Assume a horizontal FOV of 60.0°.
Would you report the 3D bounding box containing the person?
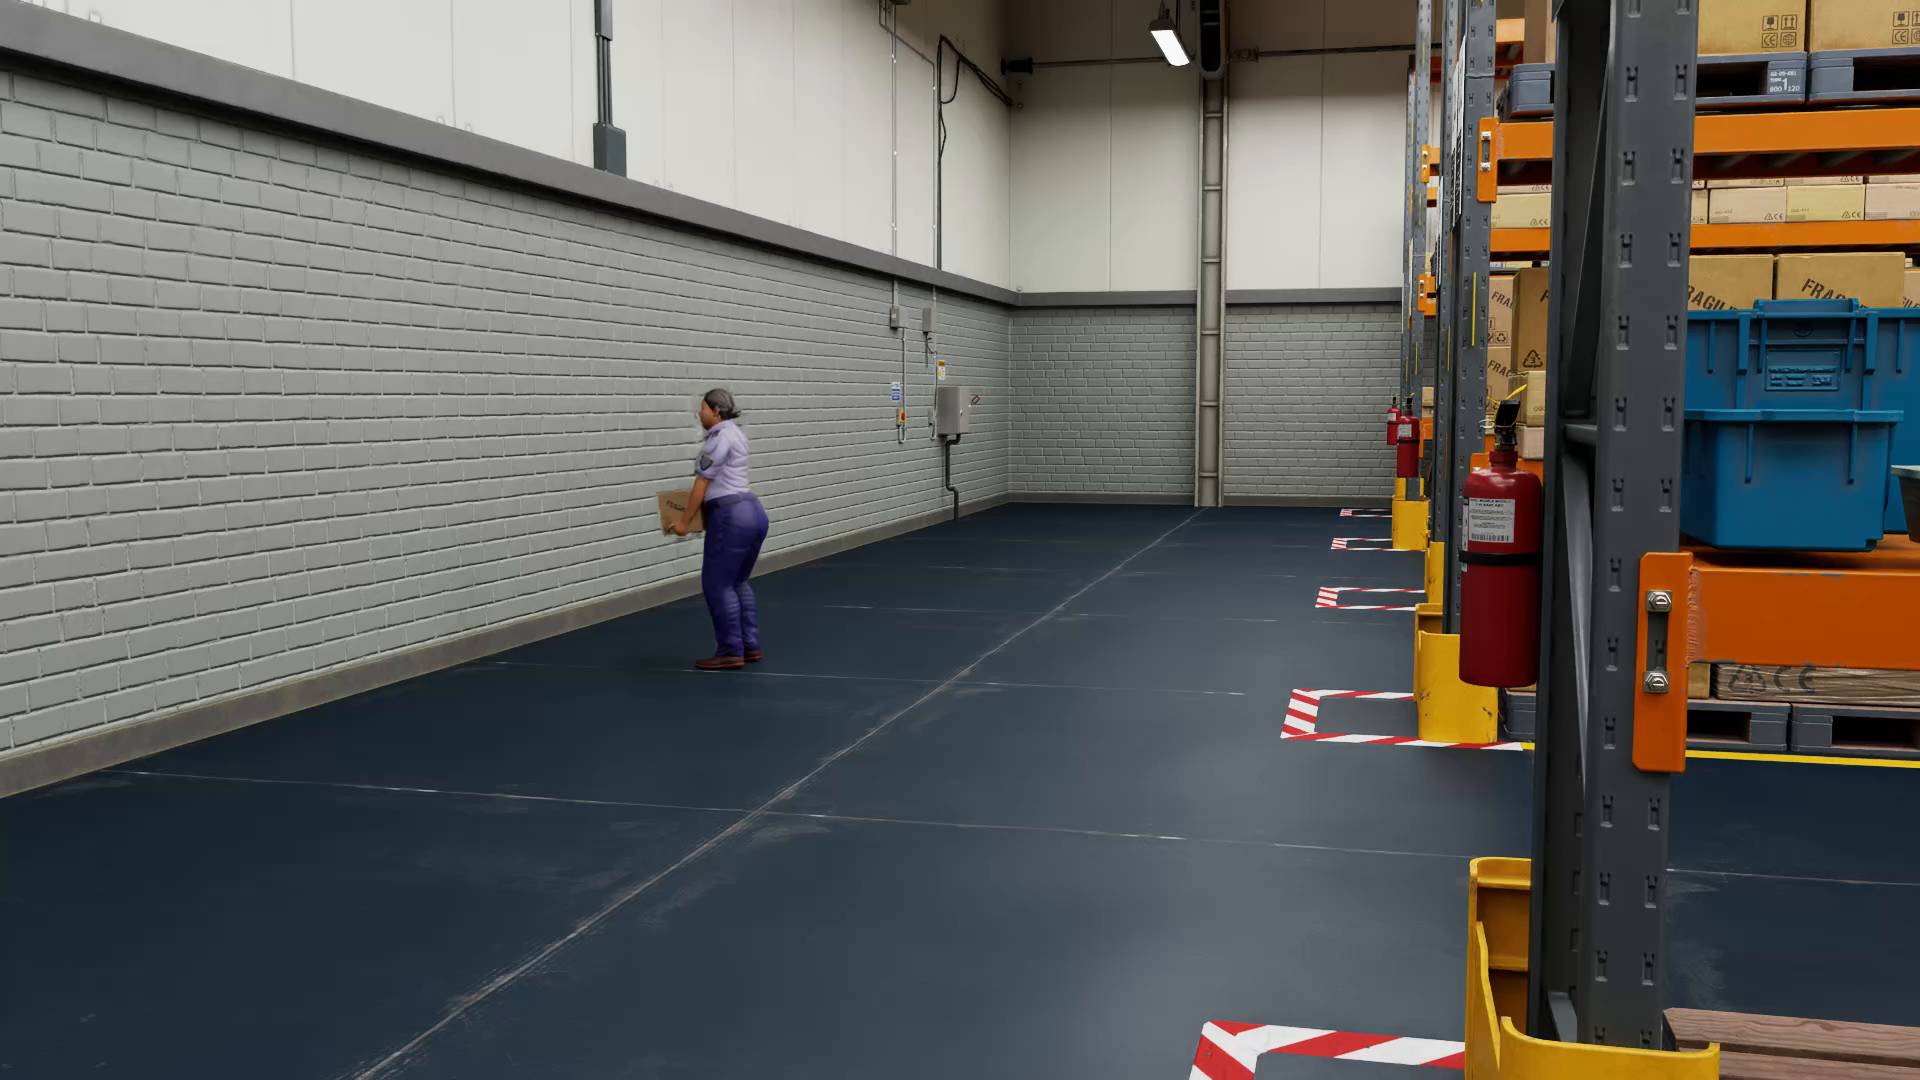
[{"bbox_3d":[-1.424,-0.064,9.801,0.544,1.624,0.435,1,5,13],"label":"person"}]
